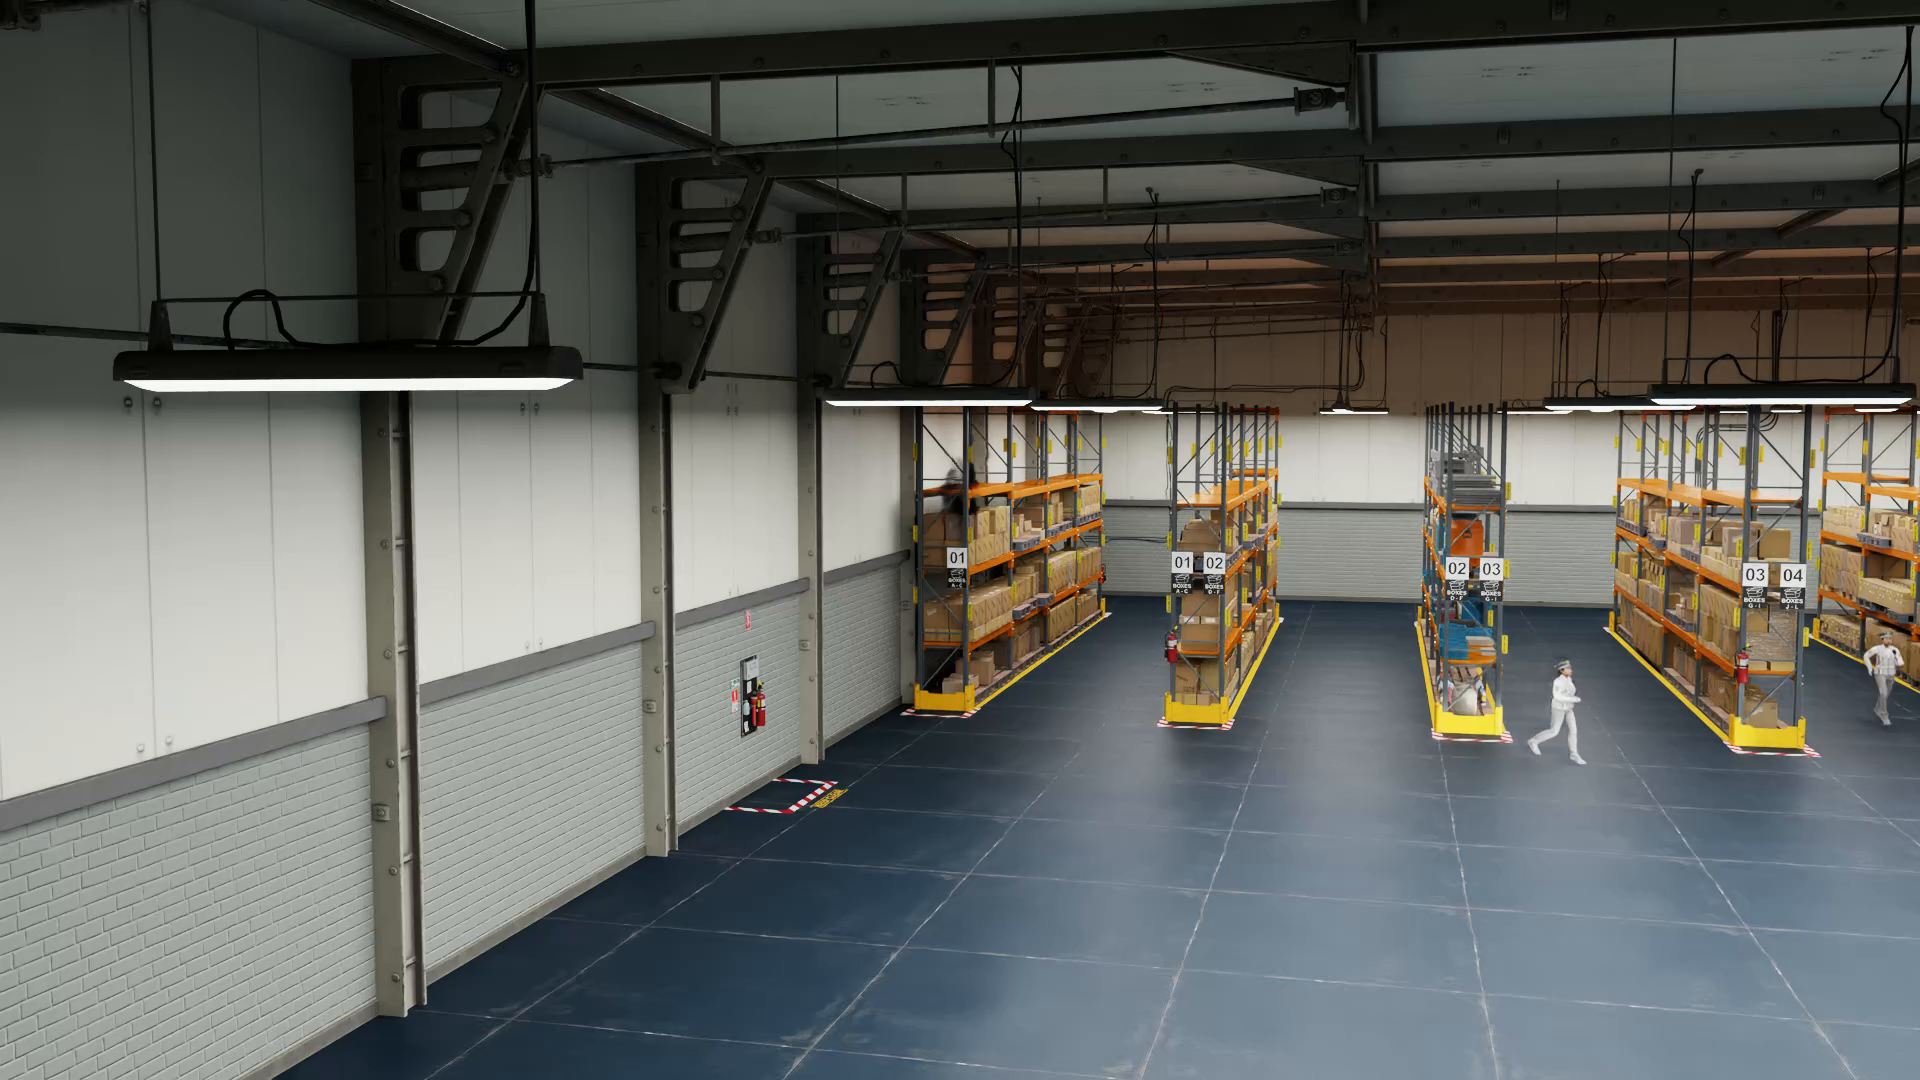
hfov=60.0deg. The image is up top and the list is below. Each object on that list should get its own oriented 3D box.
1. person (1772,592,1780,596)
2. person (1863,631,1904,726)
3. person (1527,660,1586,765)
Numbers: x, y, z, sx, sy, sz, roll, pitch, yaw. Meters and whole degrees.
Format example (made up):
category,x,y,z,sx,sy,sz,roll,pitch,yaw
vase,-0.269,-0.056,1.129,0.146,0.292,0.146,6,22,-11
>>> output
category,x,y,z,sx,sy,sz,roll,pitch,yaw
person,20.617,1.825,41.875,0.669,1.622,0.601,2,5,21
person,17.337,2.563,31.172,0.596,1.730,0.832,0,4,3
person,9.976,2.836,27.683,0.623,1.711,0.934,-4,6,-43
